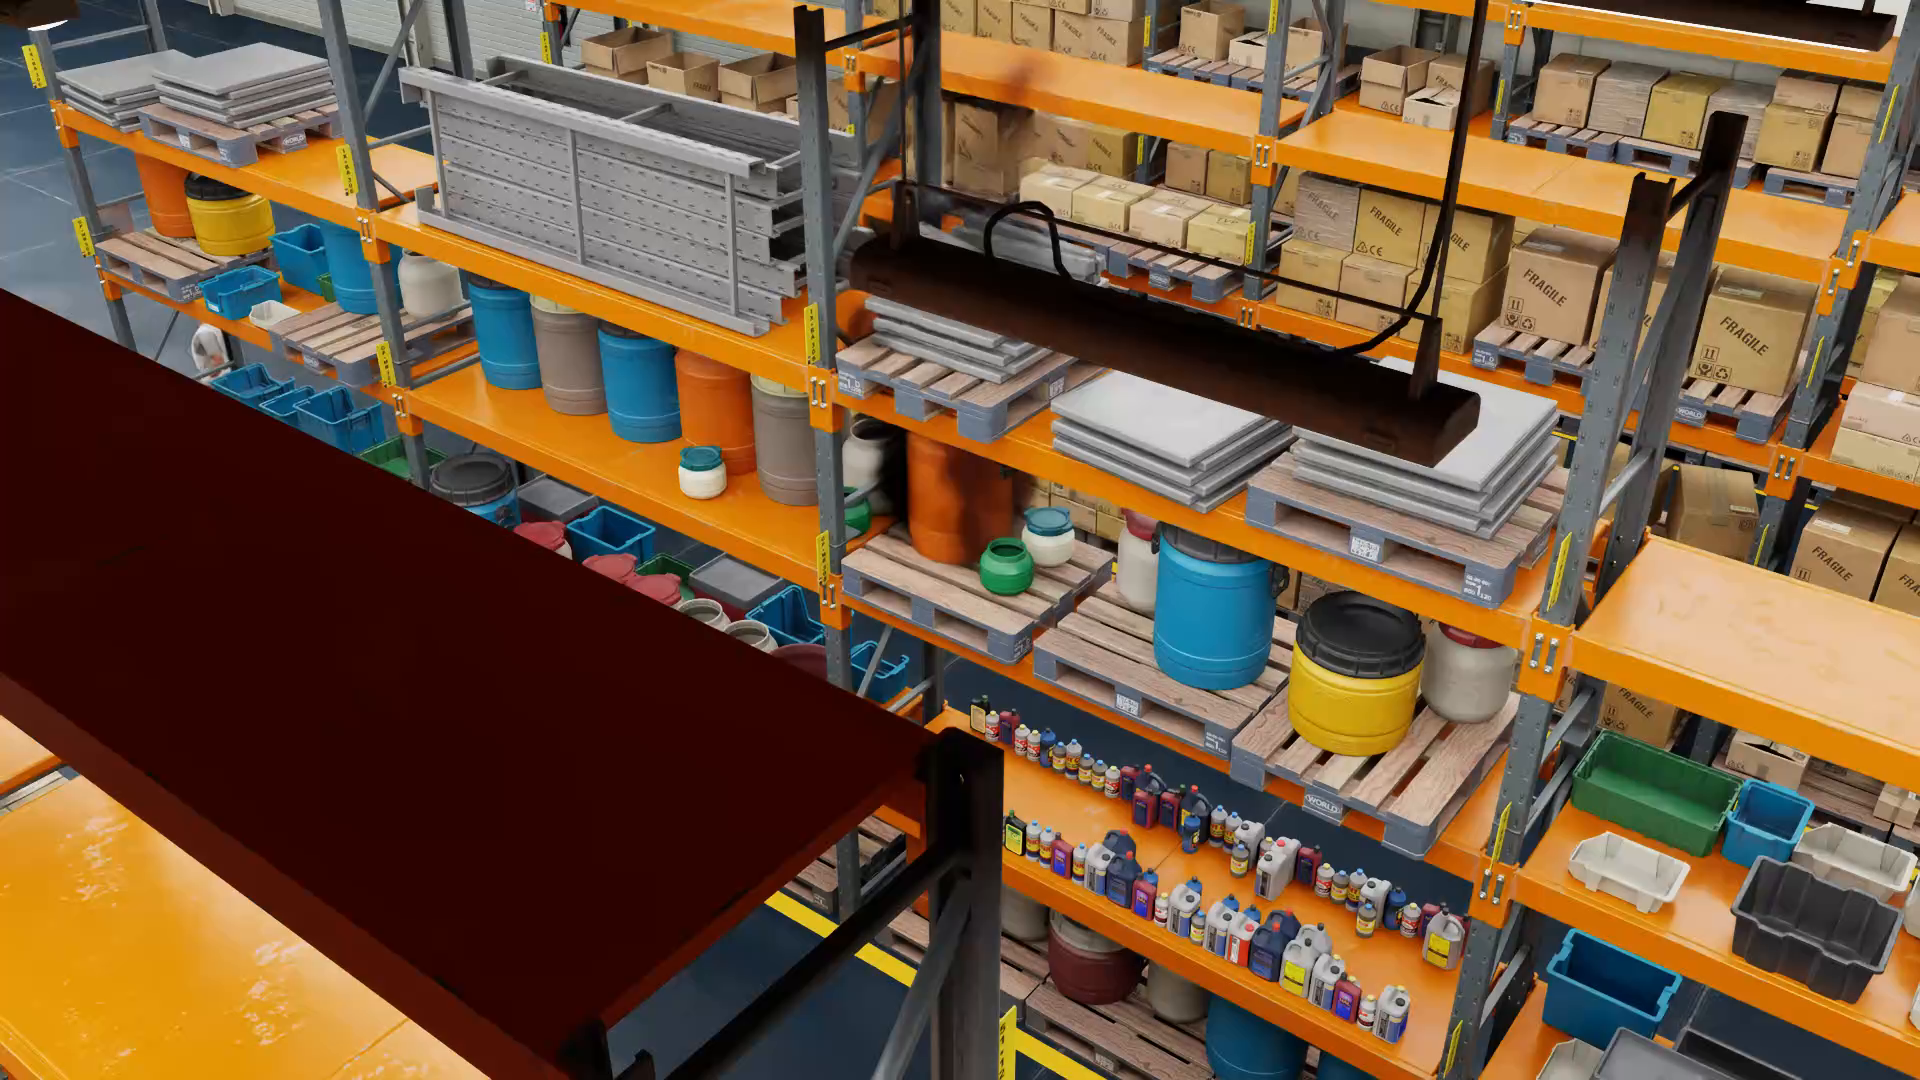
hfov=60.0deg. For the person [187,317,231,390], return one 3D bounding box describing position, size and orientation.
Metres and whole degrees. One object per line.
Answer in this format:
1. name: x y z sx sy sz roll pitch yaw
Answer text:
1. person: -7.149 -1.548 16.077 0.905 1.792 0.671 1 31 2
